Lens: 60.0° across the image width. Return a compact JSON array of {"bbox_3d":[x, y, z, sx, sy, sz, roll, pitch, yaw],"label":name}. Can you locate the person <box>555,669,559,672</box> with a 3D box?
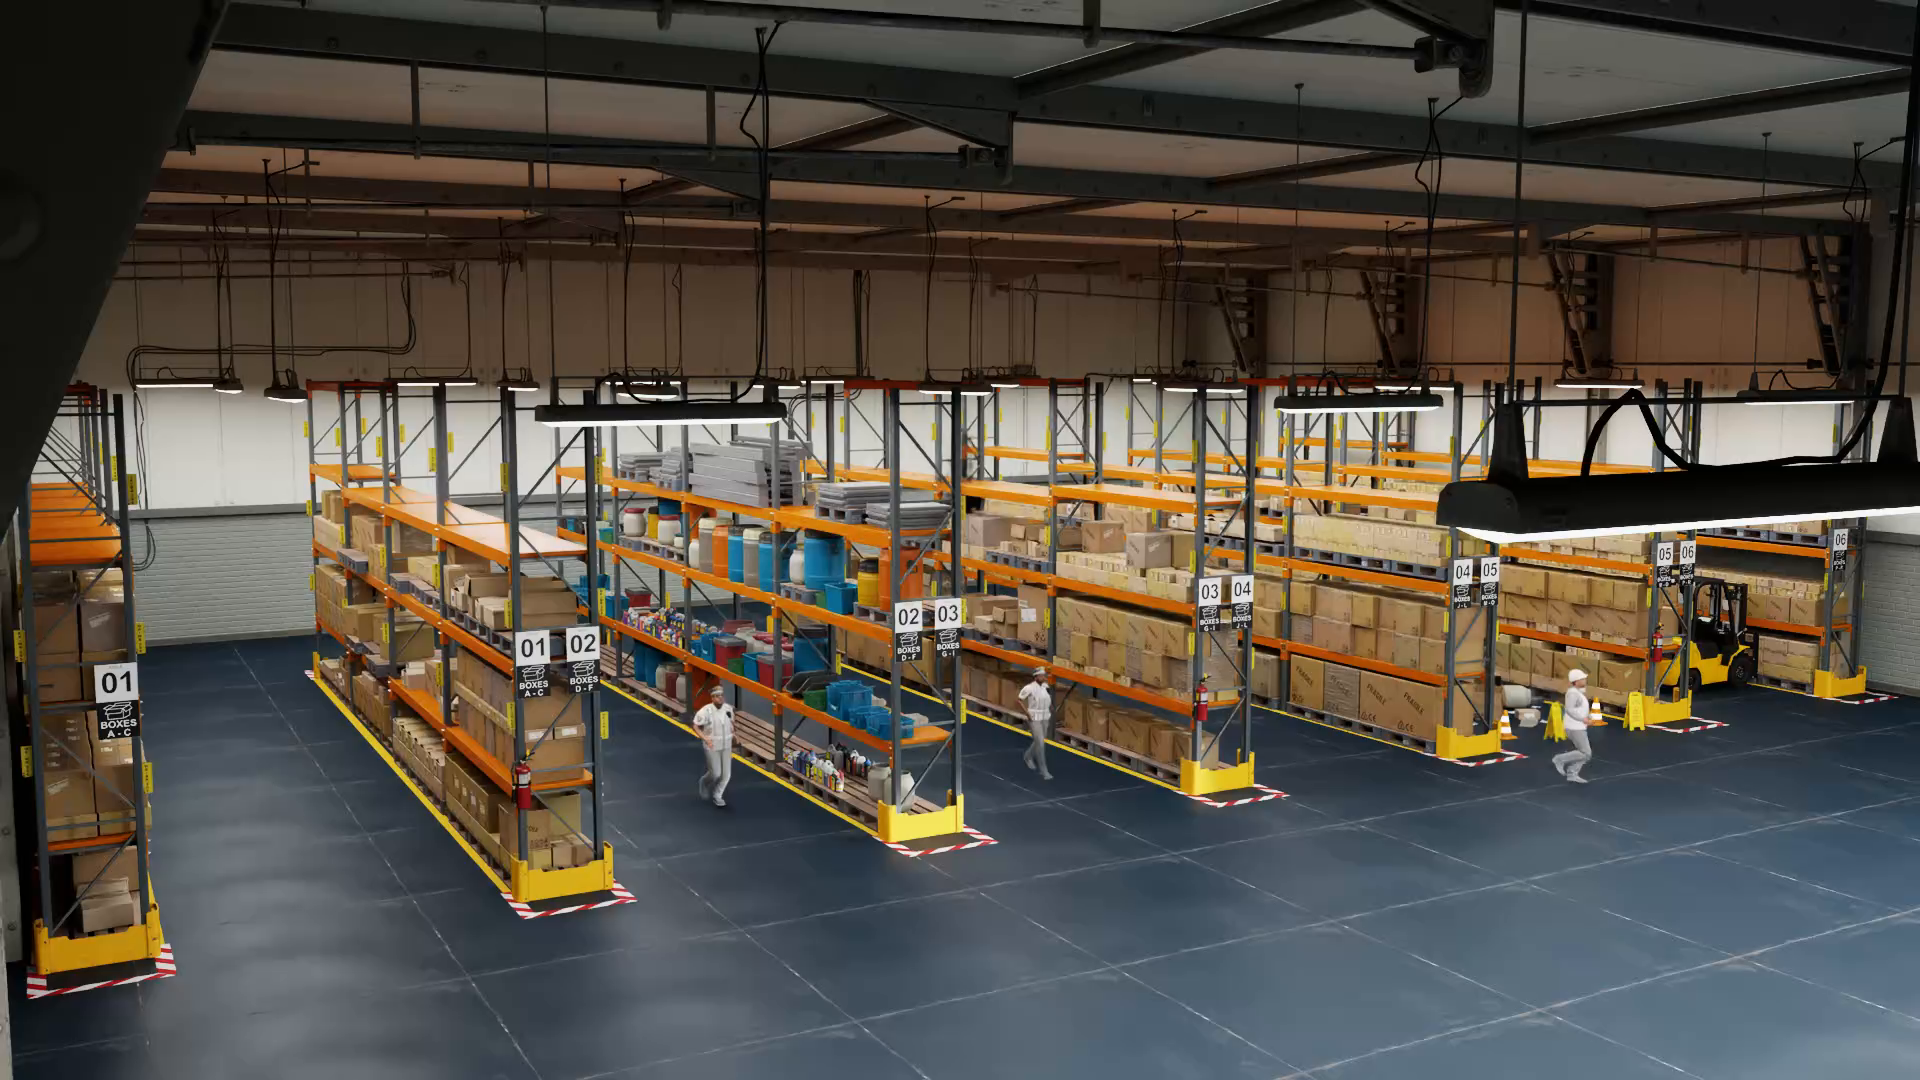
[{"bbox_3d":[-7.369,2.422,29.320,0.608,1.641,0.670,-4,7,-34],"label":"person"}]

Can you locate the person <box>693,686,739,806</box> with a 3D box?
[{"bbox_3d":[-3.471,2.934,23.816,0.644,1.737,0.595,-4,8,-36],"label":"person"}]

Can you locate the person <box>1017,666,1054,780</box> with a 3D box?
[{"bbox_3d":[1.191,2.774,25.560,0.575,1.724,0.796,-5,8,-37],"label":"person"}]

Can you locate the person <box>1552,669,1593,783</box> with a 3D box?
[{"bbox_3d":[9.272,2.815,25.131,0.571,1.741,0.650,3,7,25],"label":"person"}]
